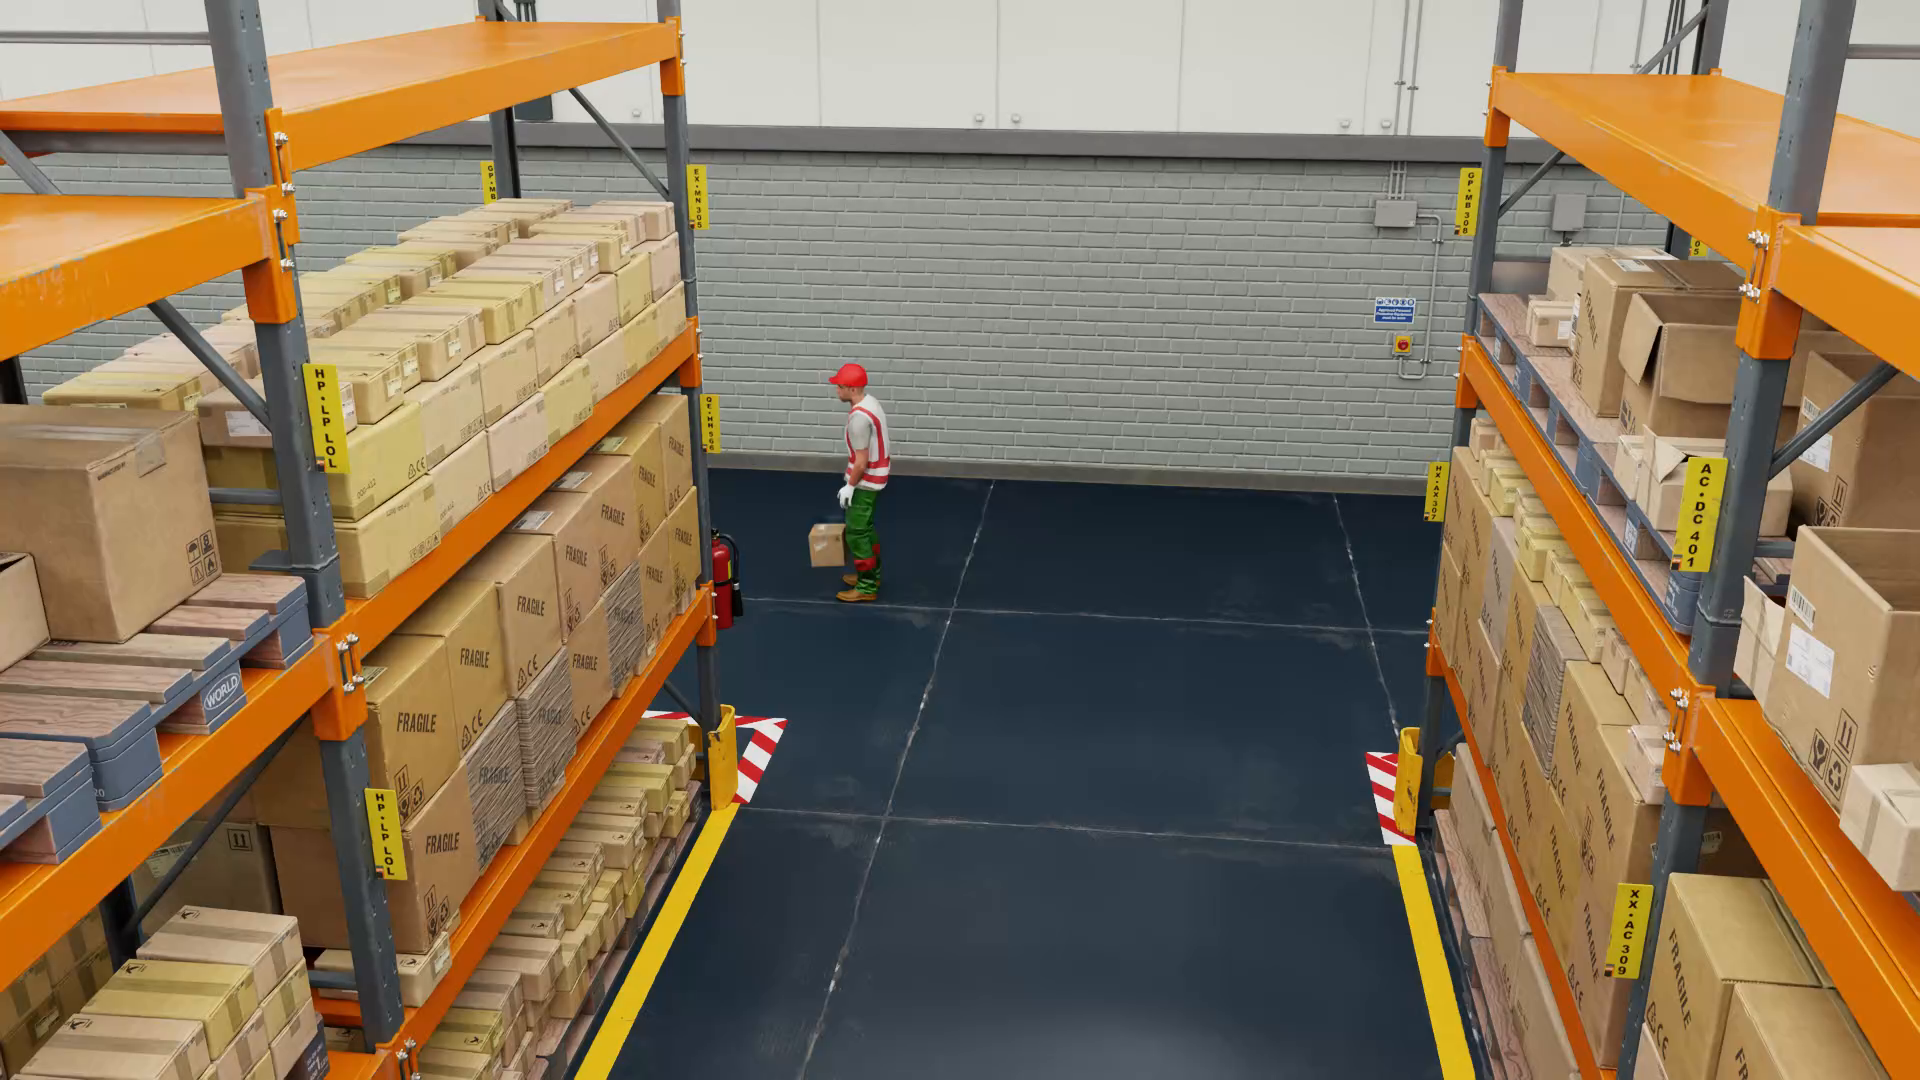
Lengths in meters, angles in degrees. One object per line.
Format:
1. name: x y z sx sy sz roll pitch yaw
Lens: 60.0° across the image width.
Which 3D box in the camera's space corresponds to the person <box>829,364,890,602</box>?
1. person: -0.725 -0.425 12.166 0.427 1.783 0.558 2 21 5
